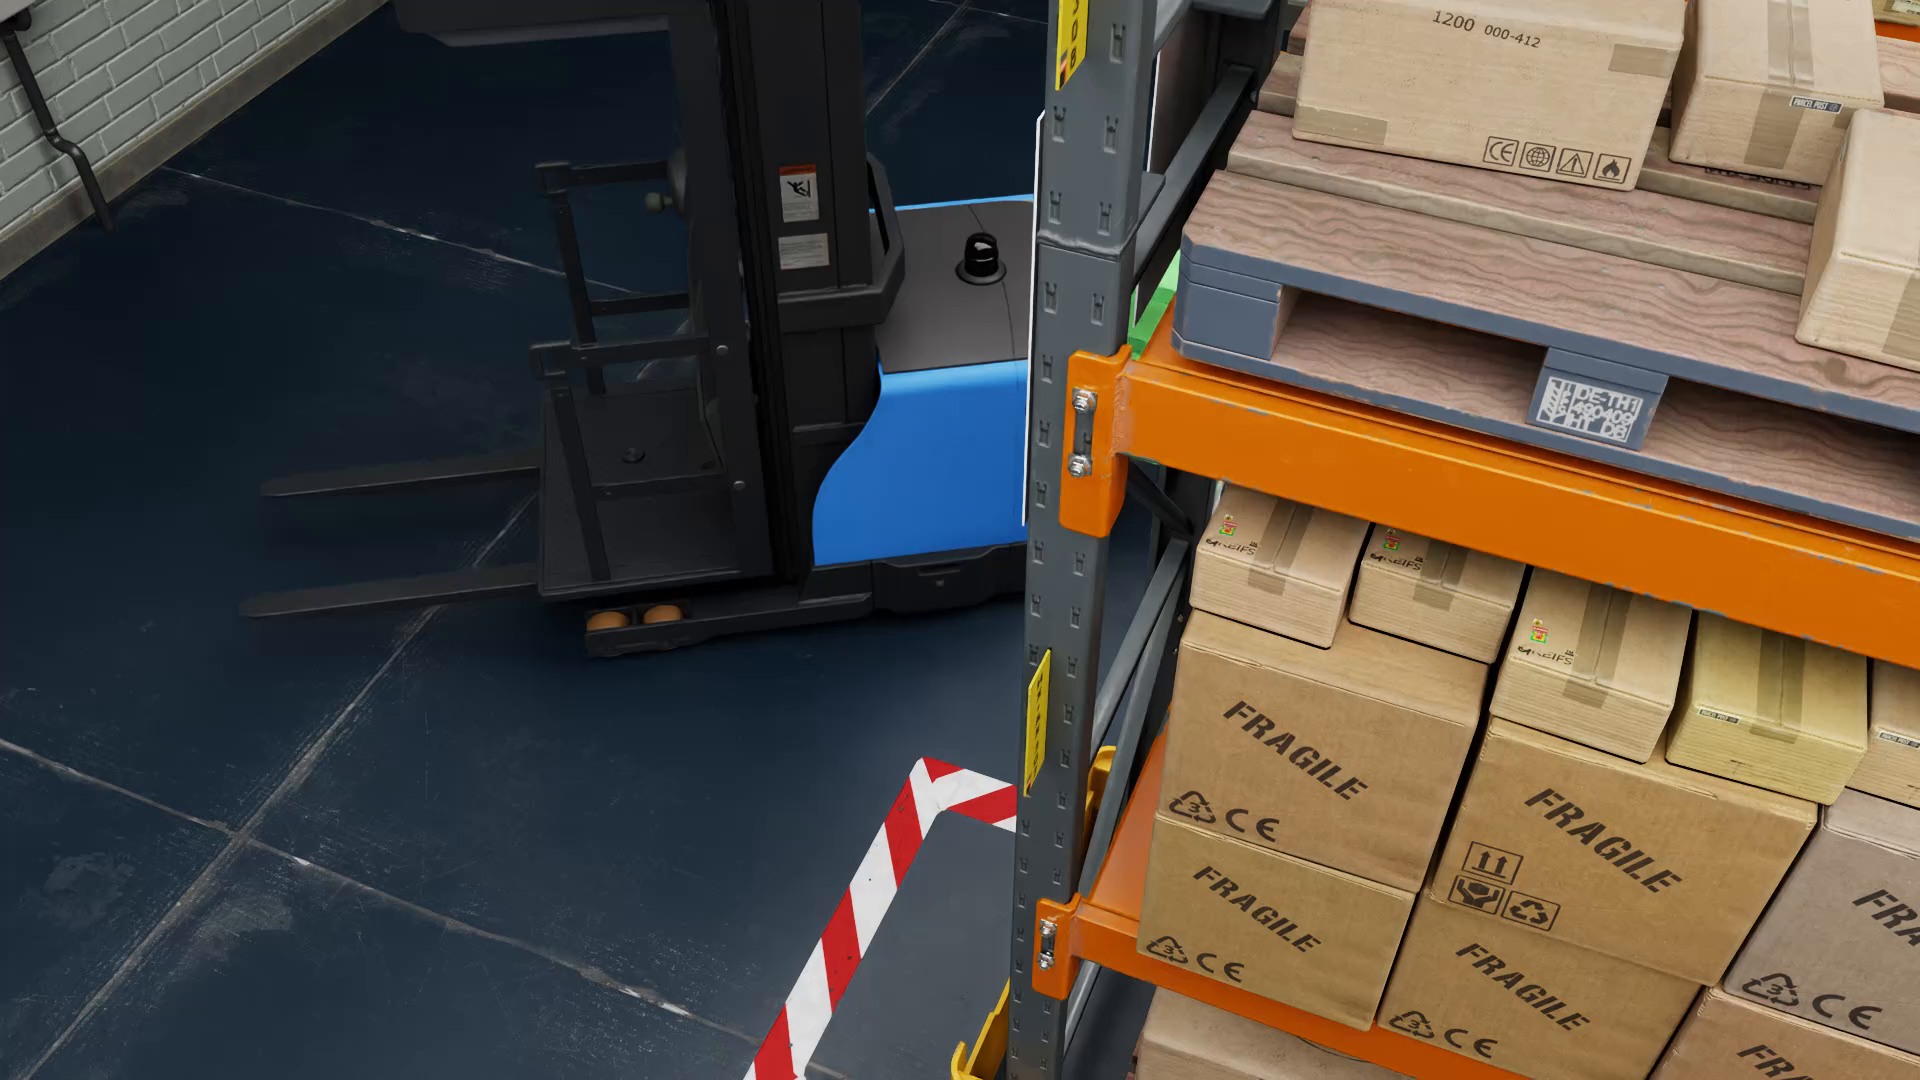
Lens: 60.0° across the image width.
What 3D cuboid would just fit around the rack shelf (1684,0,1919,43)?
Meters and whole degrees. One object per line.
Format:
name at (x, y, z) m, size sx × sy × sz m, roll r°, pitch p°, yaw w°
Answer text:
rack shelf at (4.116, -2.113, 6.757) m, size 4.000 × 0.370 × 1.077 m, roll 16°, pitch 47°, yaw 16°

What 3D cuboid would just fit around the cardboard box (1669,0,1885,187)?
cardboard box at (1.230, -0.712, 2.522) m, size 0.250 × 0.149 × 0.380 m, roll 13°, pitch 46°, yaw 13°

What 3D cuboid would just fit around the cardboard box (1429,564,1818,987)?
cardboard box at (1.176, 0.382, 2.959) m, size 0.500 × 0.500 × 0.500 m, roll 15°, pitch 47°, yaw 15°

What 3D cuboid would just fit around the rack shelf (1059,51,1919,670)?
rack shelf at (2.209, 0.056, 2.451) m, size 4.000 × 0.370 × 1.077 m, roll 16°, pitch 47°, yaw 16°

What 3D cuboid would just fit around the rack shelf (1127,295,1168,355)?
rack shelf at (0.769, -0.695, 5.849) m, size 0.480 × 0.148 × 0.258 m, roll 18°, pitch 48°, yaw 17°

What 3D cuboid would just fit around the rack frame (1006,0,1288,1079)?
rack frame at (0.363, 0.321, 3.801) m, size 0.127 × 3.000 × 1.000 m, roll 16°, pitch 47°, yaw 16°

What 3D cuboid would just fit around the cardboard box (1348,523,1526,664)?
cardboard box at (0.853, 0.002, 2.881) m, size 0.250 × 0.149 × 0.380 m, roll 17°, pitch 47°, yaw 17°

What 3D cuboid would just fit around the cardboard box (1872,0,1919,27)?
cardboard box at (3.638, -2.172, 6.485) m, size 0.250 × 0.149 × 0.380 m, roll 15°, pitch 47°, yaw 15°

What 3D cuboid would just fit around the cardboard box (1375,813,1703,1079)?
cardboard box at (1.173, 0.722, 3.327) m, size 0.500 × 0.500 × 0.500 m, roll 16°, pitch 47°, yaw 15°

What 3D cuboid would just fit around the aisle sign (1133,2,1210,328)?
aisle sign at (0.416, -0.822, 3.106) m, size 0.004 × 0.787 × 0.394 m, roll 16°, pitch 47°, yaw 16°

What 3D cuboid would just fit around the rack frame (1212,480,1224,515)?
rack frame at (0.990, -0.498, 5.900) m, size 0.015 × 1.200 × 0.240 m, roll 18°, pitch 48°, yaw 17°

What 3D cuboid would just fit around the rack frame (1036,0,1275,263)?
rack frame at (0.363, -1.806, 1.685) m, size 0.127 × 3.000 × 1.000 m, roll 16°, pitch 47°, yaw 16°

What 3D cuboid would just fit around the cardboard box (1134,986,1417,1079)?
cardboard box at (1.010, 1.194, 4.442) m, size 0.875 × 0.438 × 0.875 m, roll 15°, pitch 47°, yaw 15°

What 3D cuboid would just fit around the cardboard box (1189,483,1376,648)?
cardboard box at (0.584, -0.022, 2.906) m, size 0.250 × 0.149 × 0.380 m, roll 17°, pitch 47°, yaw 17°

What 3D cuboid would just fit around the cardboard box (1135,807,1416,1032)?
cardboard box at (0.695, 0.603, 3.447) m, size 0.500 × 0.500 × 0.500 m, roll 16°, pitch 47°, yaw 16°

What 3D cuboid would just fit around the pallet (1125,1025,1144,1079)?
pallet at (1.131, 1.476, 4.617) m, size 1.213 × 0.211 × 1.003 m, roll 16°, pitch 47°, yaw 16°

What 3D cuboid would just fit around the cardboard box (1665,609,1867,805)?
cardboard box at (1.299, 0.207, 2.675) m, size 0.250 × 0.149 × 0.380 m, roll 15°, pitch 47°, yaw 15°

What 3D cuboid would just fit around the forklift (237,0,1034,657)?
forklift at (-1.030, -1.032, 5.209) m, size 3.031 × 2.935 × 1.130 m, roll -7°, pitch 45°, yaw -7°

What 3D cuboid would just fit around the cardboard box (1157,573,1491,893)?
cardboard box at (0.696, 0.247, 3.096) m, size 0.500 × 0.500 × 0.500 m, roll 15°, pitch 47°, yaw 15°

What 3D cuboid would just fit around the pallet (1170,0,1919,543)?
pallet at (1.051, -0.516, 2.579) m, size 1.213 × 0.211 × 1.003 m, roll 16°, pitch 47°, yaw 16°

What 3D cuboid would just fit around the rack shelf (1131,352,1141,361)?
rack shelf at (0.769, -0.525, 6.018) m, size 0.480 × 0.148 × 0.258 m, roll 18°, pitch 48°, yaw 17°

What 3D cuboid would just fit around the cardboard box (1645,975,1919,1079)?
cardboard box at (1.635, 0.872, 3.176) m, size 0.500 × 0.500 × 0.500 m, roll 16°, pitch 47°, yaw 16°

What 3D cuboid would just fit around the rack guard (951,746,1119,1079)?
rack guard at (0.341, 1.200, 4.689) m, size 0.348 × 0.500 × 1.175 m, roll 16°, pitch 47°, yaw 16°

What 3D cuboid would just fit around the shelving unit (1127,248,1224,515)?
shelving unit at (0.769, -0.571, 5.973) m, size 0.503 × 1.200 × 0.258 m, roll 18°, pitch 48°, yaw 17°

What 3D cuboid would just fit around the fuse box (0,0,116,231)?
fuse box at (-3.907, -2.066, 7.113) m, size 0.414 × 1.711 × 0.539 m, roll 16°, pitch 47°, yaw 16°

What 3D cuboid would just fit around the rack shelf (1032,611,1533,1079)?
rack shelf at (2.209, 1.119, 3.509) m, size 4.000 × 0.370 × 1.077 m, roll 16°, pitch 47°, yaw 16°

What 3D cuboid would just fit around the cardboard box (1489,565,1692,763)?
cardboard box at (1.049, 0.148, 2.735) m, size 0.250 × 0.149 × 0.380 m, roll 18°, pitch 48°, yaw 17°

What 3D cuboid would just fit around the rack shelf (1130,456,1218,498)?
rack shelf at (0.769, -0.355, 6.187) m, size 0.480 × 0.148 × 0.258 m, roll 18°, pitch 48°, yaw 17°

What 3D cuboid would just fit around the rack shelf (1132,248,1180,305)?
rack shelf at (0.769, -0.865, 5.679) m, size 0.480 × 0.148 × 0.258 m, roll 18°, pitch 48°, yaw 17°

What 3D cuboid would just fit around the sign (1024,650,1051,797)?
sign at (0.143, 0.346, 3.106) m, size 0.005 × 0.325 × 0.100 m, roll 16°, pitch 47°, yaw 16°

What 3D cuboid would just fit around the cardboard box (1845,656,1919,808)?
cardboard box at (1.561, 0.244, 2.638) m, size 0.250 × 0.149 × 0.380 m, roll 17°, pitch 47°, yaw 16°

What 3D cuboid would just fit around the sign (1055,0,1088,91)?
sign at (0.143, -0.721, 2.045) m, size 0.005 × 0.325 × 0.100 m, roll 16°, pitch 47°, yaw 16°

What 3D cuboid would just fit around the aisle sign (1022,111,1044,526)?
aisle sign at (0.185, -0.431, 2.714) m, size 0.004 × 0.787 × 0.394 m, roll 16°, pitch 47°, yaw 16°

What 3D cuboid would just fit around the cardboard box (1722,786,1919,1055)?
cardboard box at (1.654, 0.517, 2.824) m, size 0.500 × 0.500 × 0.500 m, roll 16°, pitch 47°, yaw 16°

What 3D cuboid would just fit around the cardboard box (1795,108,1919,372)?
cardboard box at (1.278, -0.393, 2.201) m, size 0.250 × 0.149 × 0.380 m, roll 18°, pitch 48°, yaw 17°

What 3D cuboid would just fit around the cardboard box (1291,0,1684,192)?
cardboard box at (0.813, -0.810, 2.548) m, size 0.500 × 0.250 × 0.500 m, roll 12°, pitch 46°, yaw 12°
